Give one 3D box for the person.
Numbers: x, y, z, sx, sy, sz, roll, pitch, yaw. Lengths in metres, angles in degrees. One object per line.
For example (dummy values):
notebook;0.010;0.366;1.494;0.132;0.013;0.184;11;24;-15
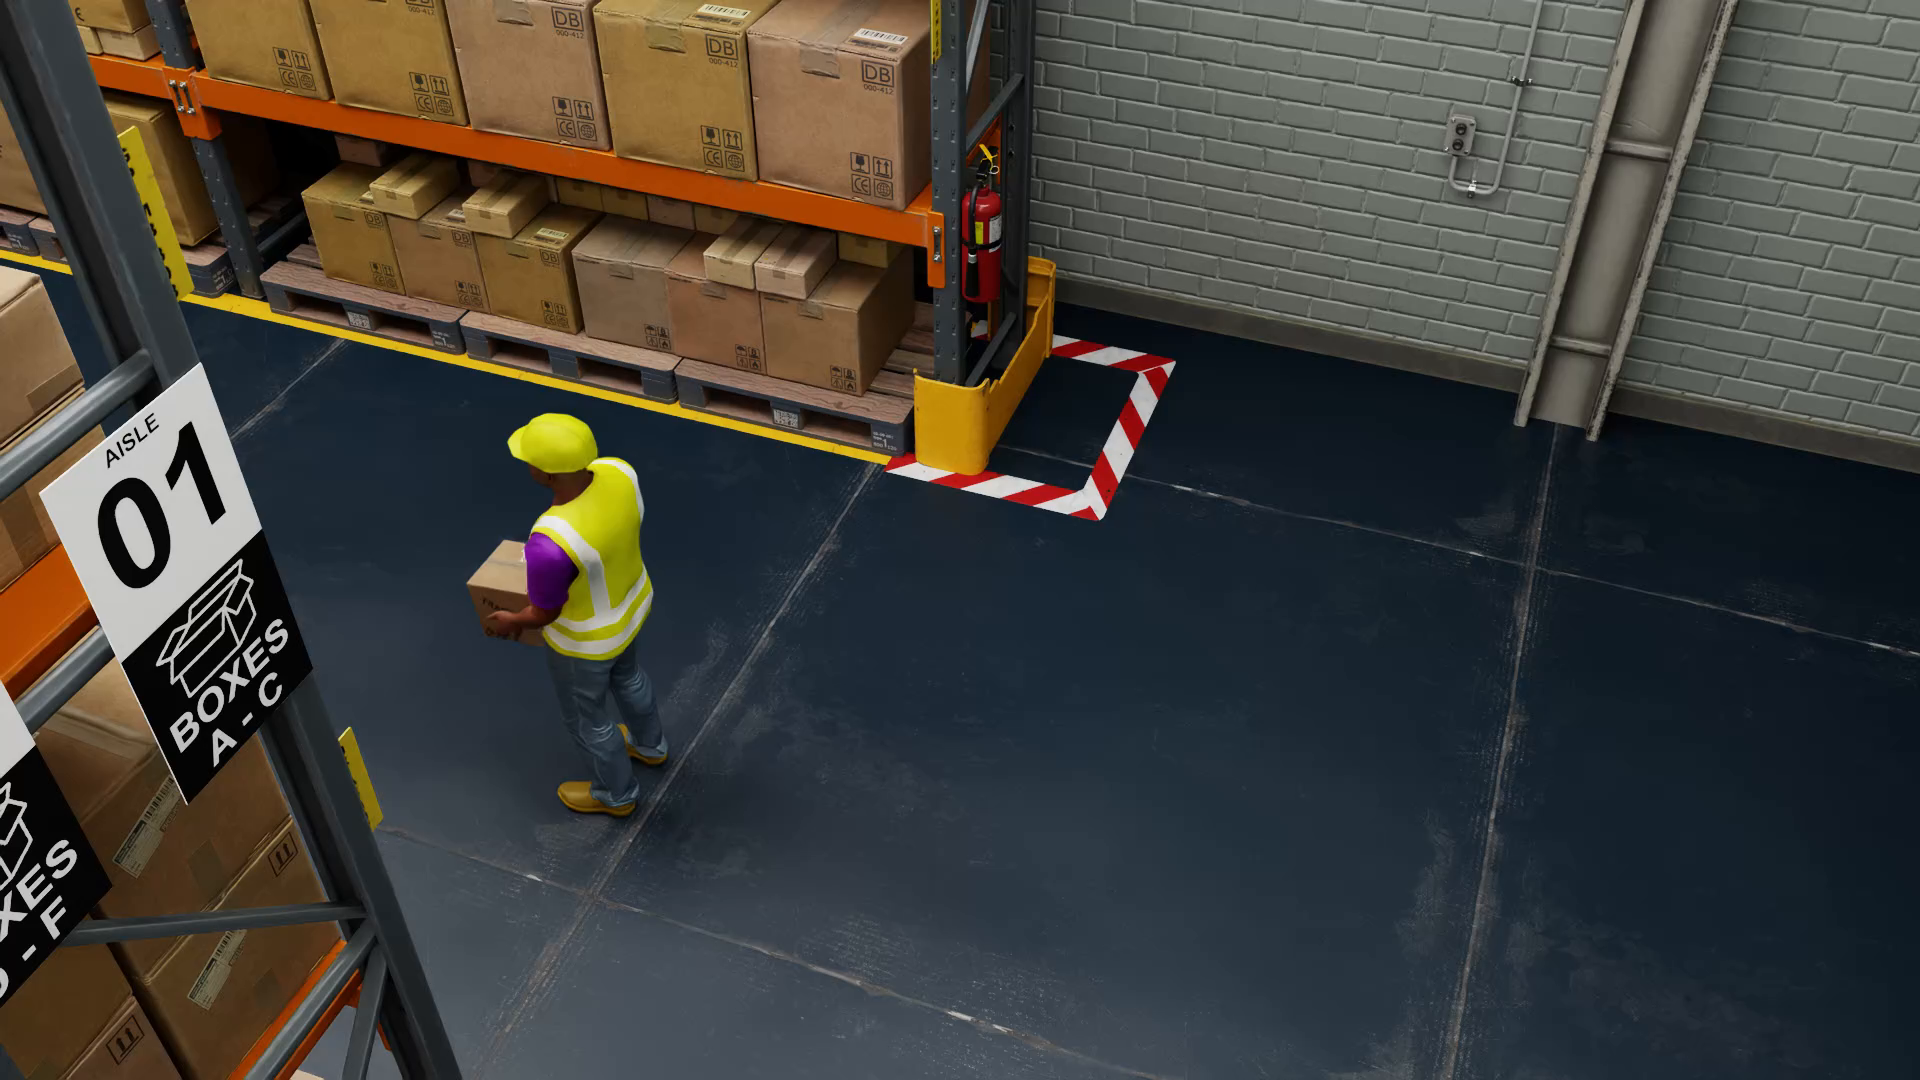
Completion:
person;-1.347;0.260;5.843;0.520;1.769;0.558;13;43;14
